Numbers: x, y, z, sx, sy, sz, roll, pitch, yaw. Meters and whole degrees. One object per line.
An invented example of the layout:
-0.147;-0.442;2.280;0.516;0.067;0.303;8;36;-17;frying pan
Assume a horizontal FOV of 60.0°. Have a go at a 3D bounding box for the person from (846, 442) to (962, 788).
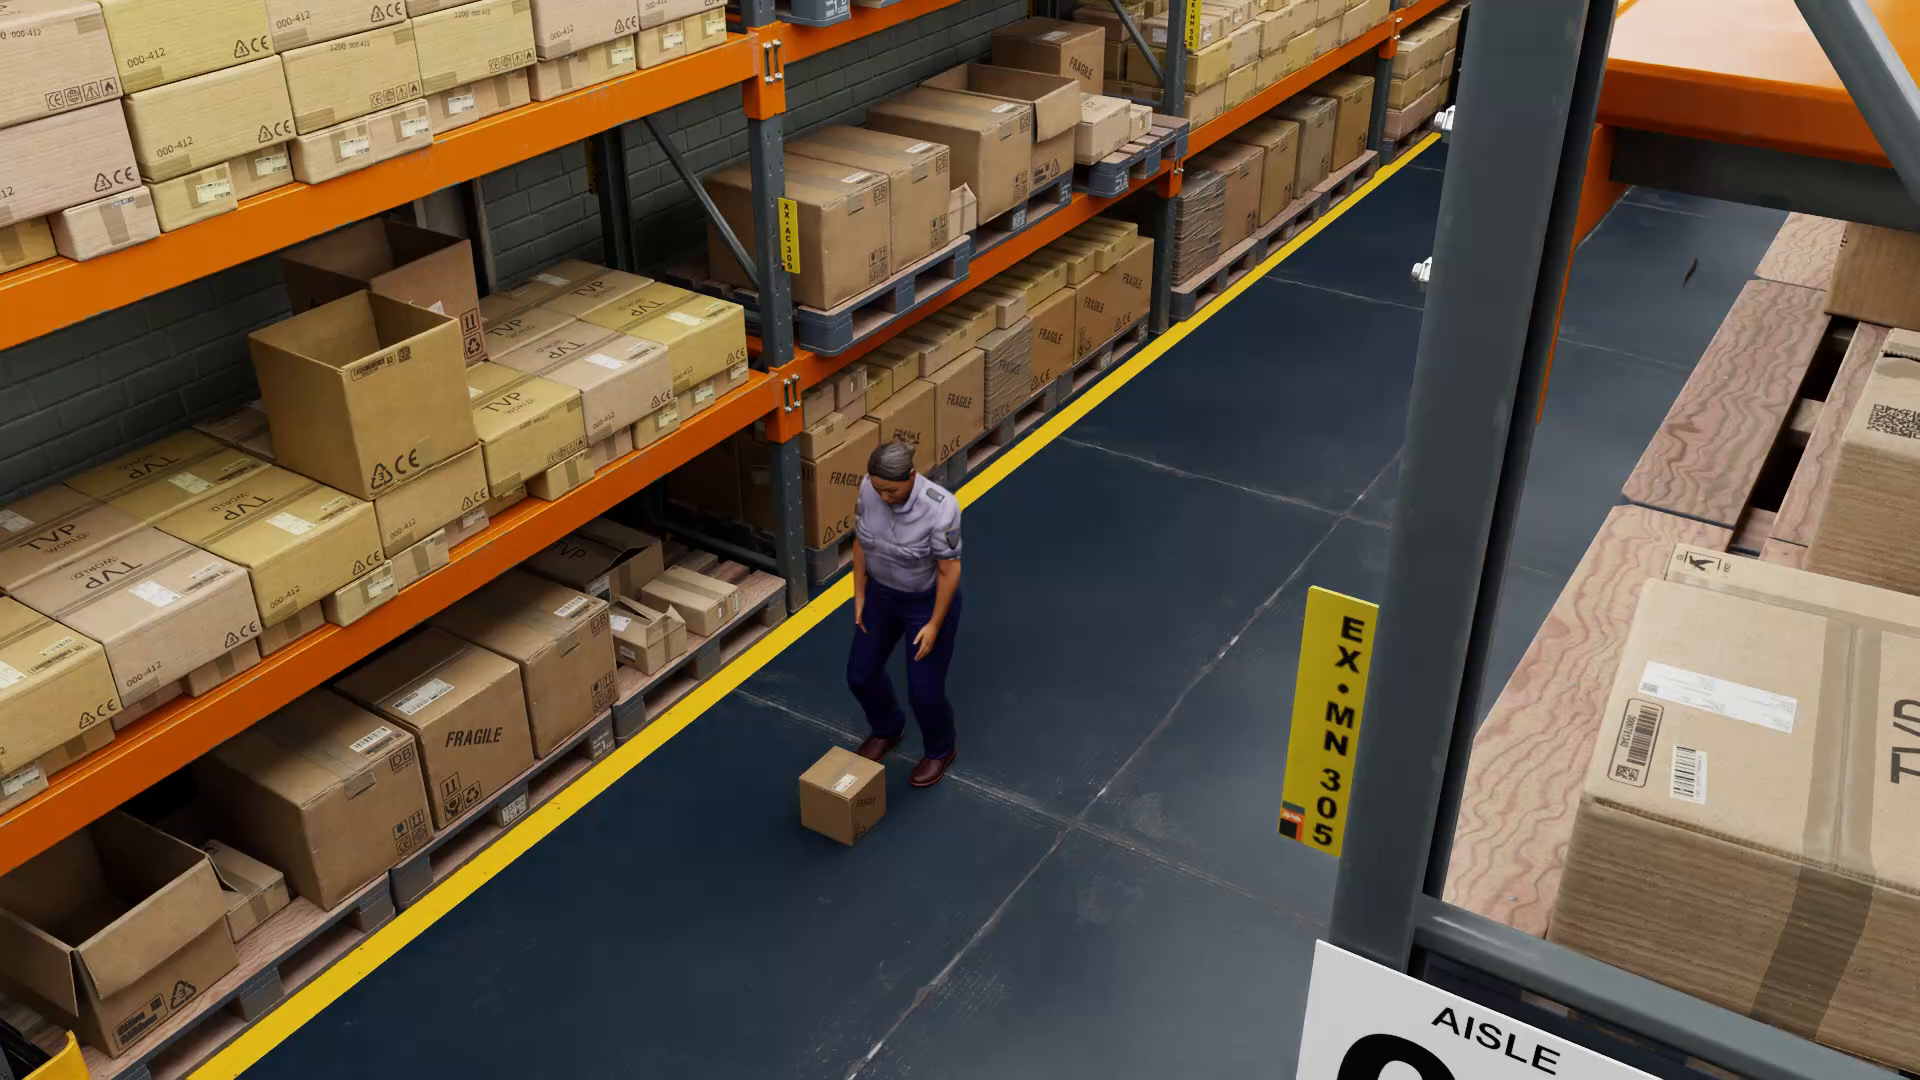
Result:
-0.201;0.273;6.759;0.504;1.587;0.426;19;35;28;person
